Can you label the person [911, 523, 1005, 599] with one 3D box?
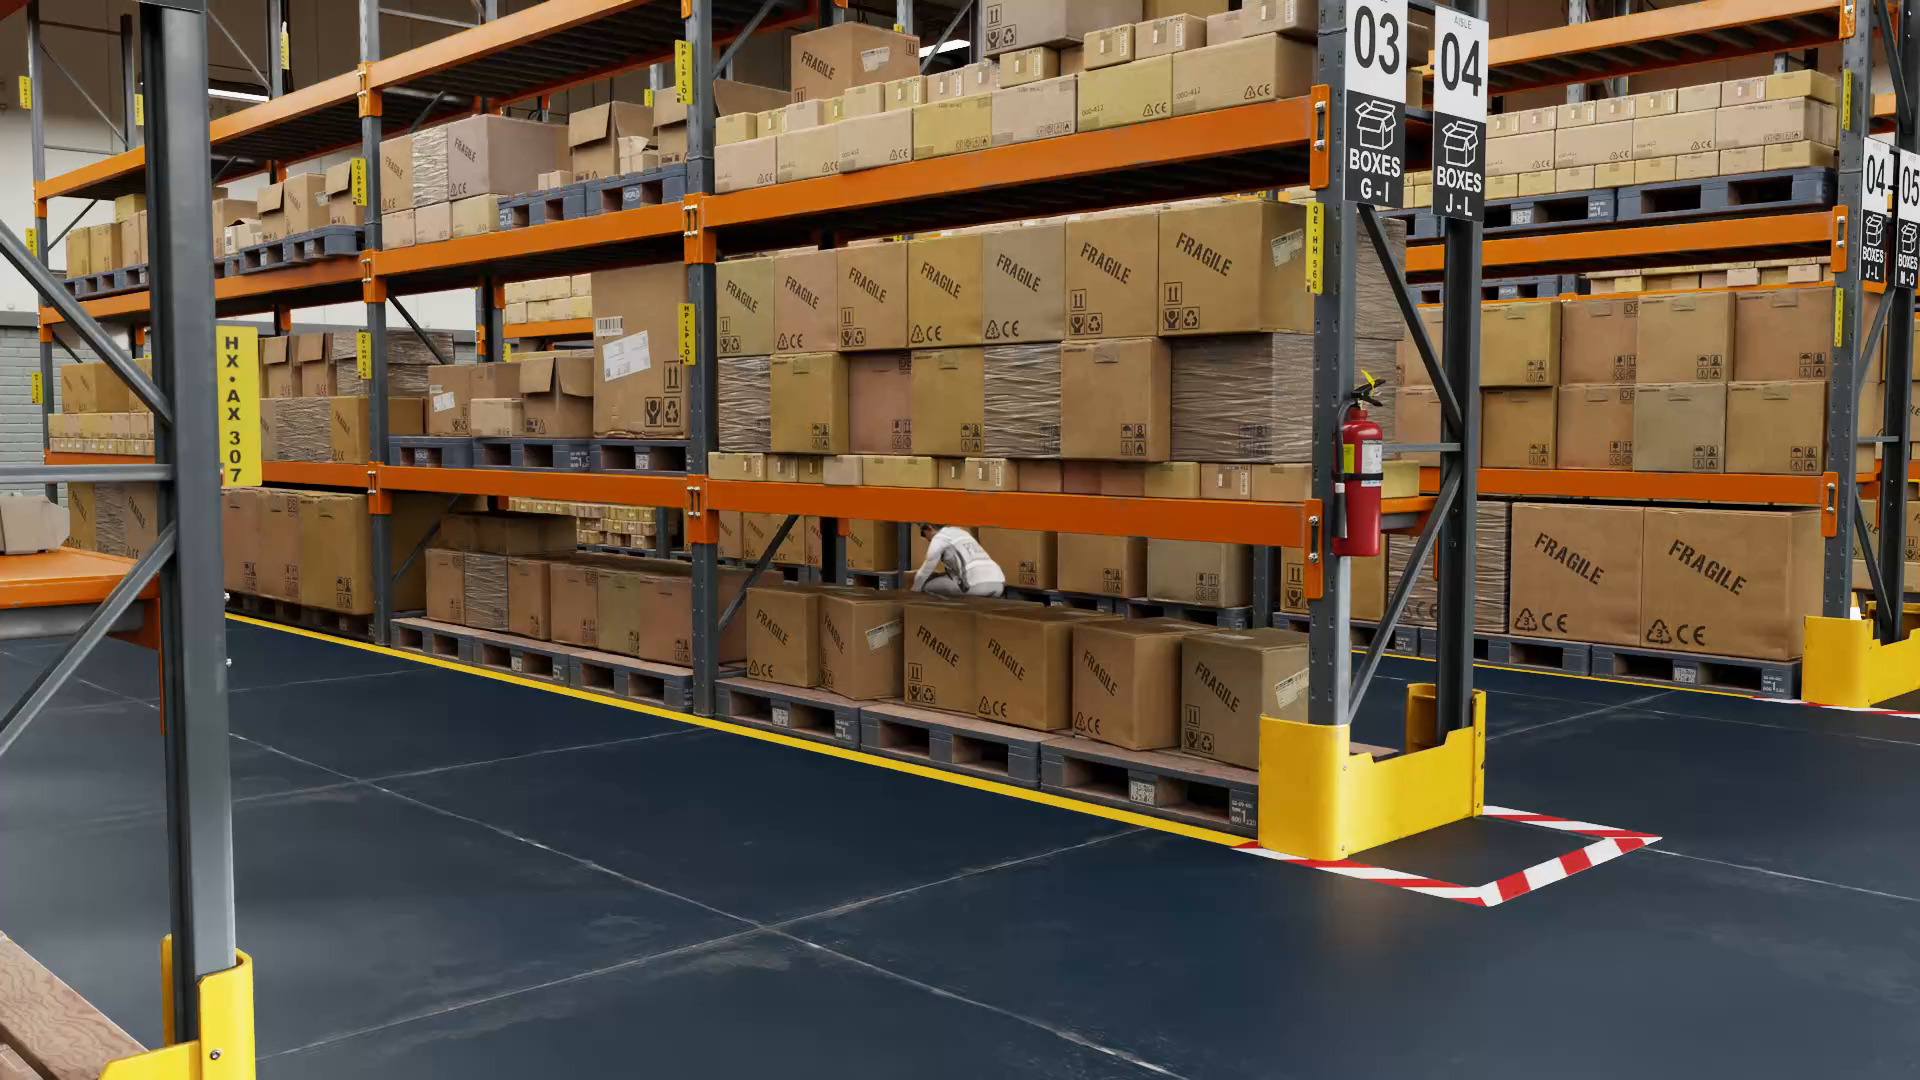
[{"bbox_3d":[-0.028,0.238,12.733,0.493,0.967,0.817,-4,6,-44],"label":"person"}]
